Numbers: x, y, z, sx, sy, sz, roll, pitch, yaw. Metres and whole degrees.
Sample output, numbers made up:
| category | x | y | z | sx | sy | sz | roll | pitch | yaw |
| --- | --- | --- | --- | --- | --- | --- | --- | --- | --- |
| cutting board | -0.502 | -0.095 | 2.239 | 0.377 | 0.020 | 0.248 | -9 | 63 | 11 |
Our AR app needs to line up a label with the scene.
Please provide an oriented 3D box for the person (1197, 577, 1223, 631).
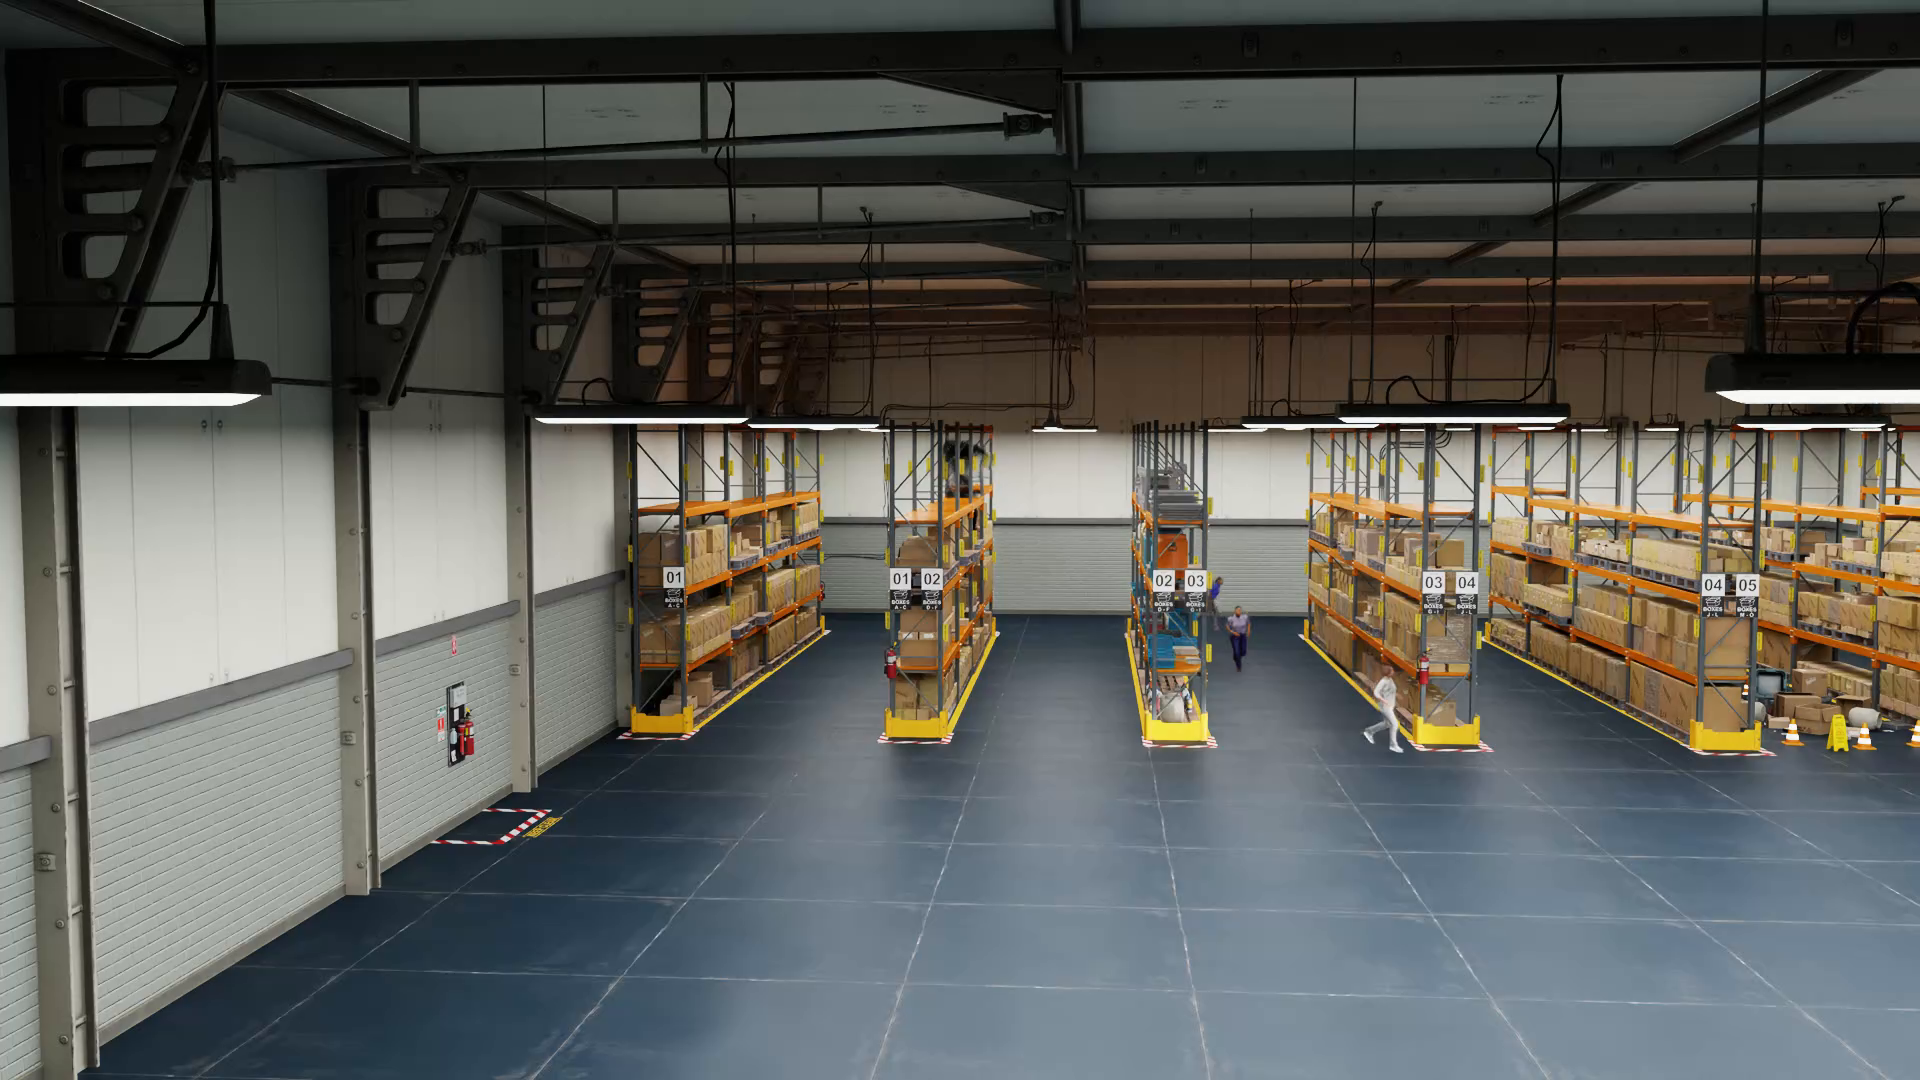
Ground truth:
| category | x | y | z | sx | sy | sz | roll | pitch | yaw |
| --- | --- | --- | --- | --- | --- | --- | --- | --- | --- |
| person | 7.282 | 1.867 | 48.868 | 0.907 | 1.615 | 0.586 | 1 | 4 | 13 |

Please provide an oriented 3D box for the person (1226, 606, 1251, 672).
| category | x | y | z | sx | sy | sz | roll | pitch | yaw |
| --- | --- | --- | --- | --- | --- | --- | --- | --- | --- |
| person | 6.759 | 2.400 | 40.366 | 0.642 | 1.596 | 0.655 | 0 | 4 | -7 |

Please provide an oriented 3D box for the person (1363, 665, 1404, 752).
| category | x | y | z | sx | sy | sz | roll | pitch | yaw |
| --- | --- | --- | --- | --- | --- | --- | --- | --- | --- |
| person | 7.646 | 3.039 | 30.080 | 0.752 | 1.592 | 0.549 | 2 | 4 | 27 |
